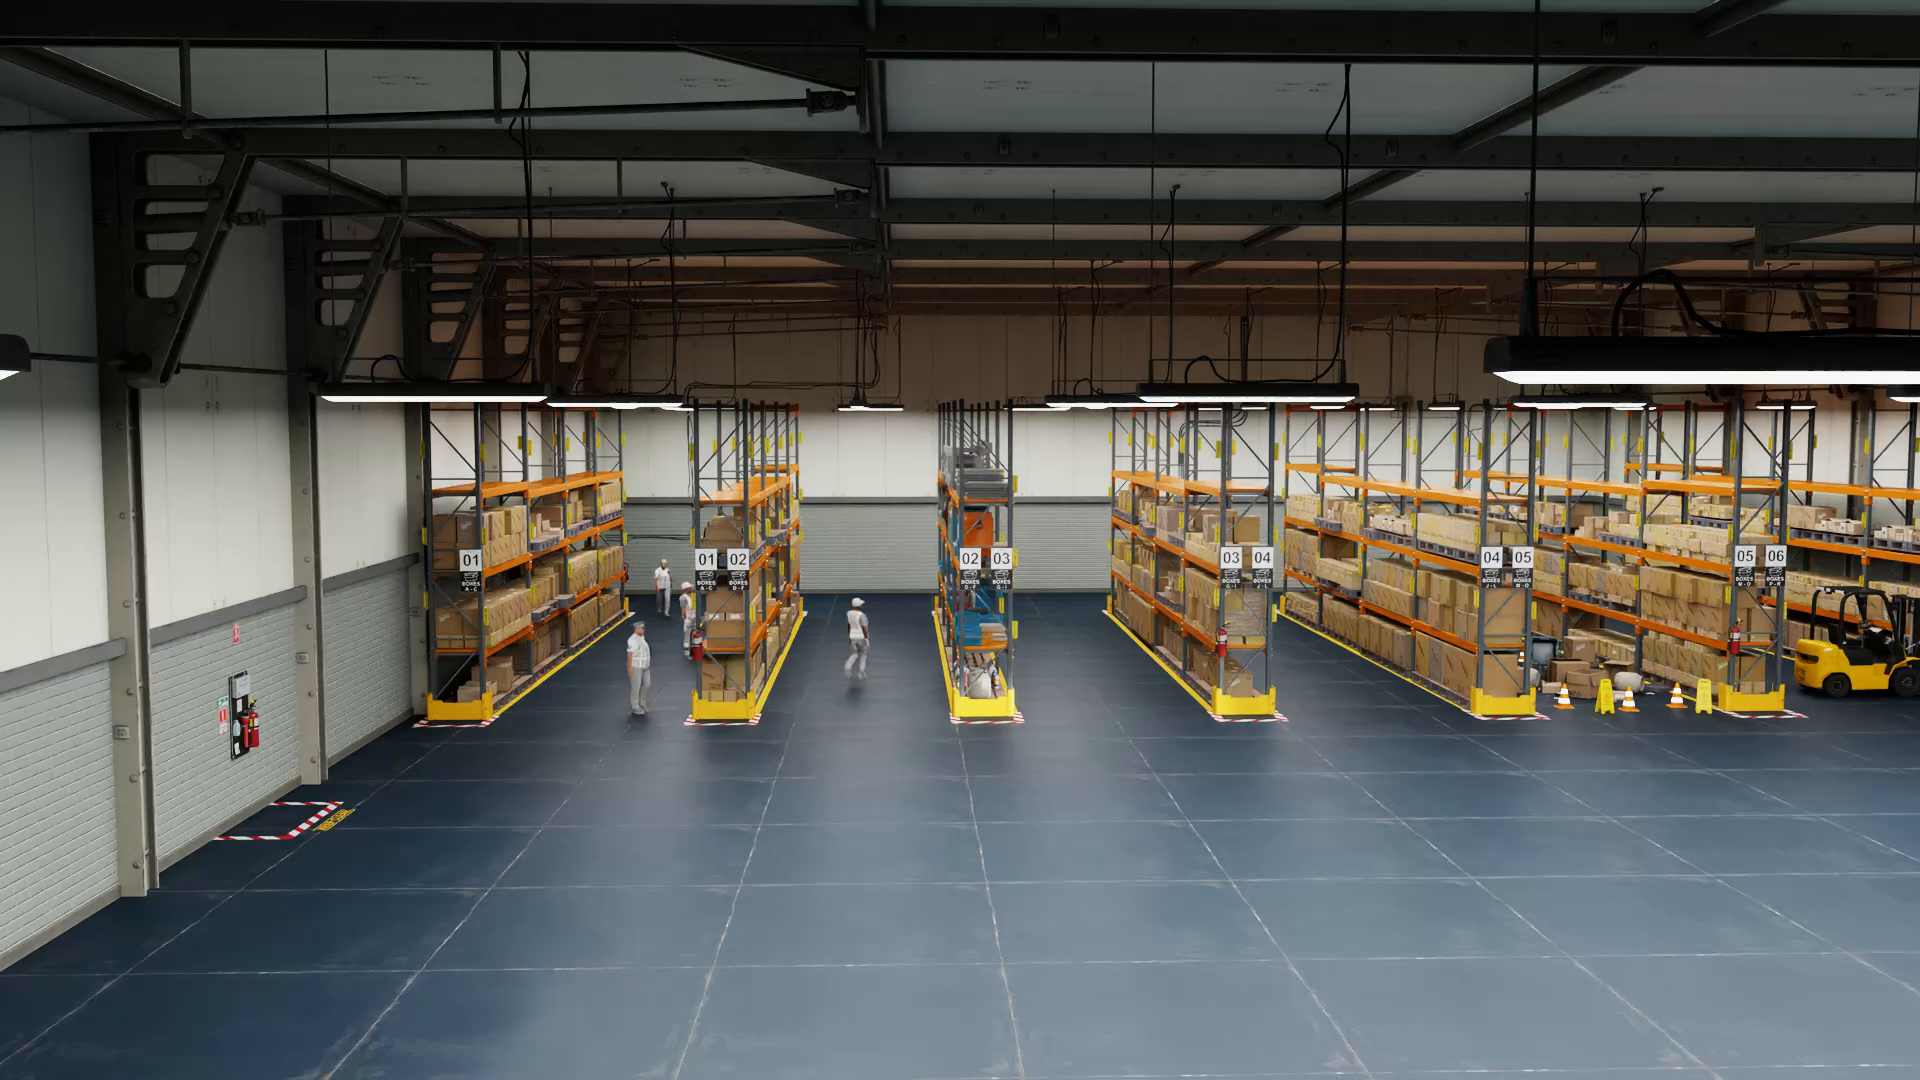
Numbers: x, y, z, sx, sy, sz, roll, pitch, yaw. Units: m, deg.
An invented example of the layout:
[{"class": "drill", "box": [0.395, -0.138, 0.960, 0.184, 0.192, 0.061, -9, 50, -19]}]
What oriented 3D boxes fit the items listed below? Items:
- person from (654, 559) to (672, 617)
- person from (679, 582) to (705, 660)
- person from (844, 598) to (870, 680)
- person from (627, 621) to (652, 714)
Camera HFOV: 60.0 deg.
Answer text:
[{"class": "person", "box": [-8.370, 1.348, 46.880, 0.498, 1.616, 0.881, -1, 4, -14]}, {"class": "person", "box": [-6.285, 1.883, 39.059, 0.506, 1.809, 0.603, 3, 5, 37]}, {"class": "person", "box": [-2.208, 2.117, 35.679, 0.565, 1.772, 0.669, 3, 5, 33]}, {"class": "person", "box": [-6.158, 2.461, 31.859, 0.398, 1.831, 0.625, 1, 5, 19]}]
